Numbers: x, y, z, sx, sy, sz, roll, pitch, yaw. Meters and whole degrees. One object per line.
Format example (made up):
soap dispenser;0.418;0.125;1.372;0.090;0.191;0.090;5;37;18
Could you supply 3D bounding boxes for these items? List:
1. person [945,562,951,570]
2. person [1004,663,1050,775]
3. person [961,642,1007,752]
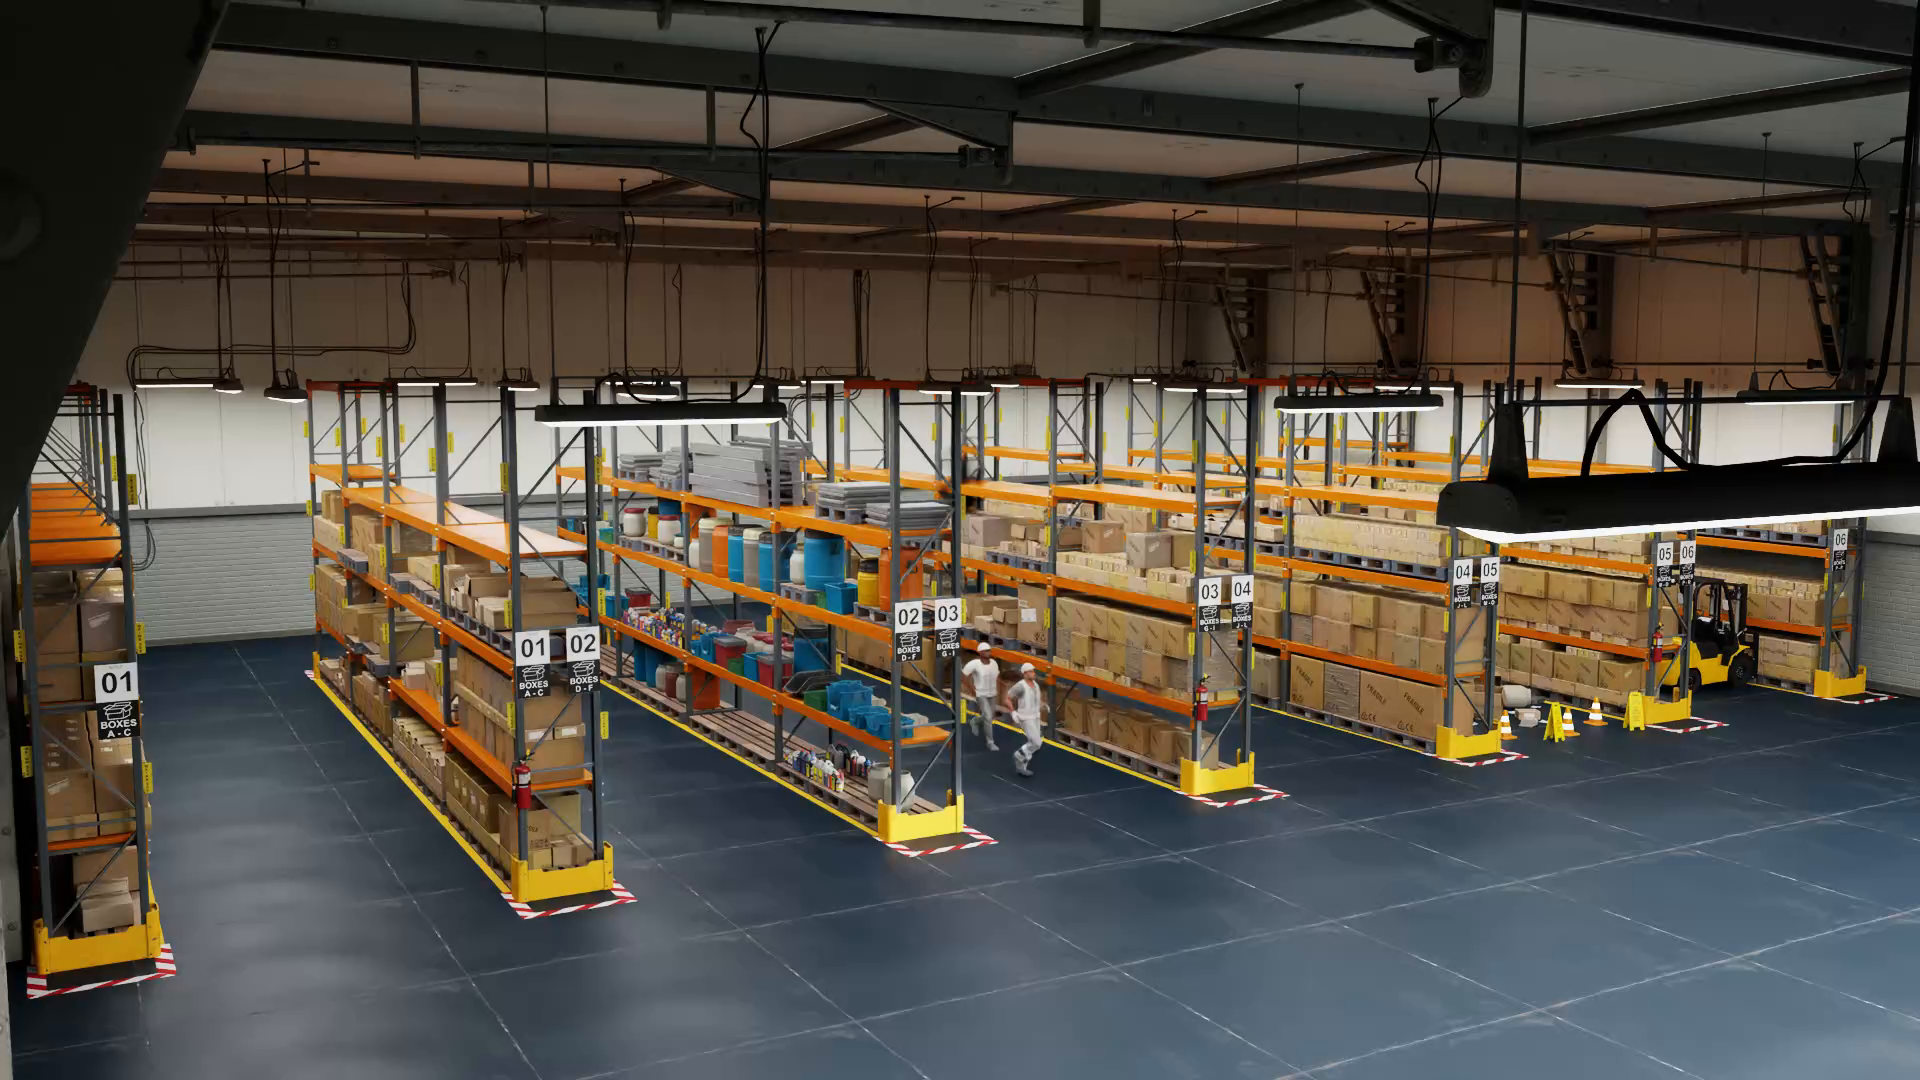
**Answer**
person;-0.116;1.054;41.960;0.824;1.782;0.763;-2;6;-16
person;1.093;2.750;25.460;0.598;1.744;0.646;5;8;39
person;0.383;2.558;27.415;0.700;1.762;0.881;-5;8;-36
